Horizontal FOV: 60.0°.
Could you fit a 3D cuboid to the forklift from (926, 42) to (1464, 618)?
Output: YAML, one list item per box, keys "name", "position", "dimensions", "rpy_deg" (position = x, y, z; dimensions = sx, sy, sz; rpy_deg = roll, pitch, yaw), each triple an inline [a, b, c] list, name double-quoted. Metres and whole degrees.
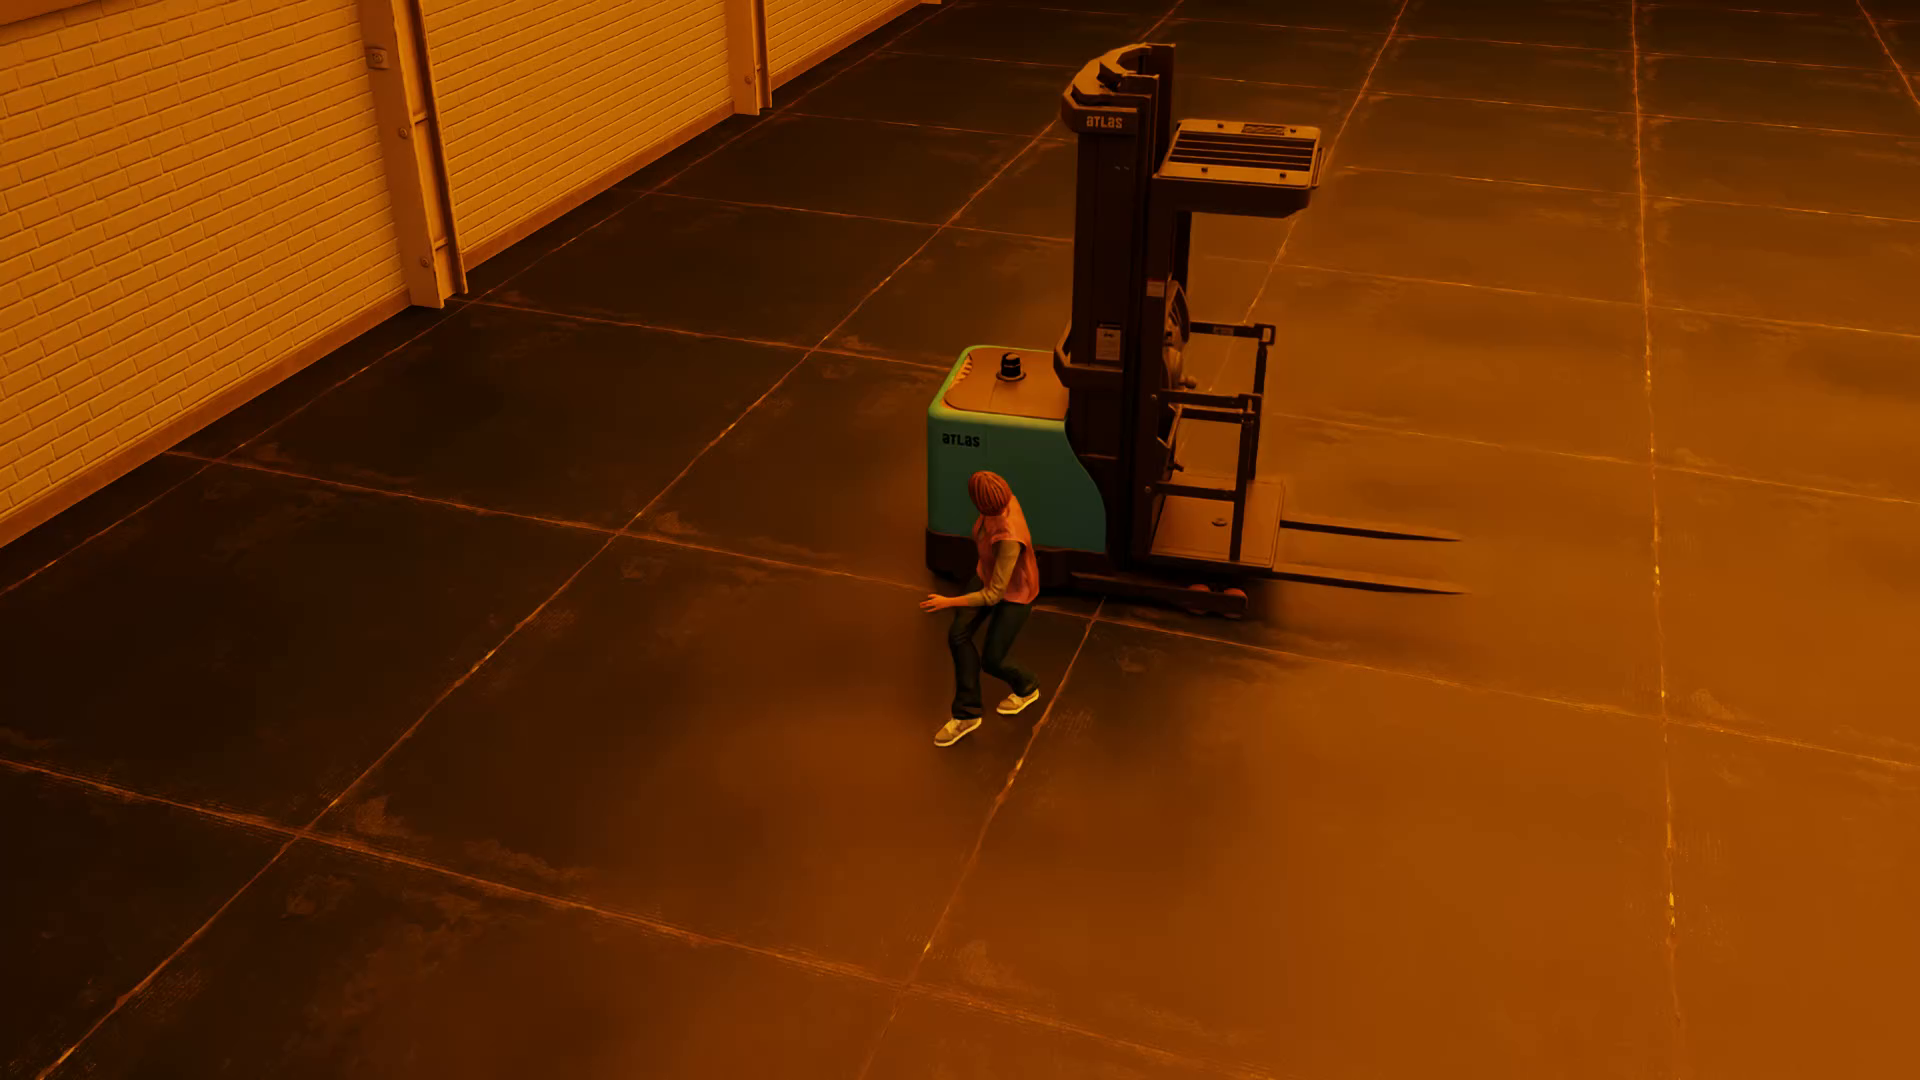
- name: "forklift"
  position: [1.374, -1.125, 9.110]
  dimensions: [3.031, 2.935, 1.130]
  rpy_deg: [7, 30, 12]

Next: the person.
- name: "person"
  position: [0.072, 0.258, 8.206]
  dimensions: [0.714, 1.444, 0.637]
  rpy_deg: [-18, 34, -28]
